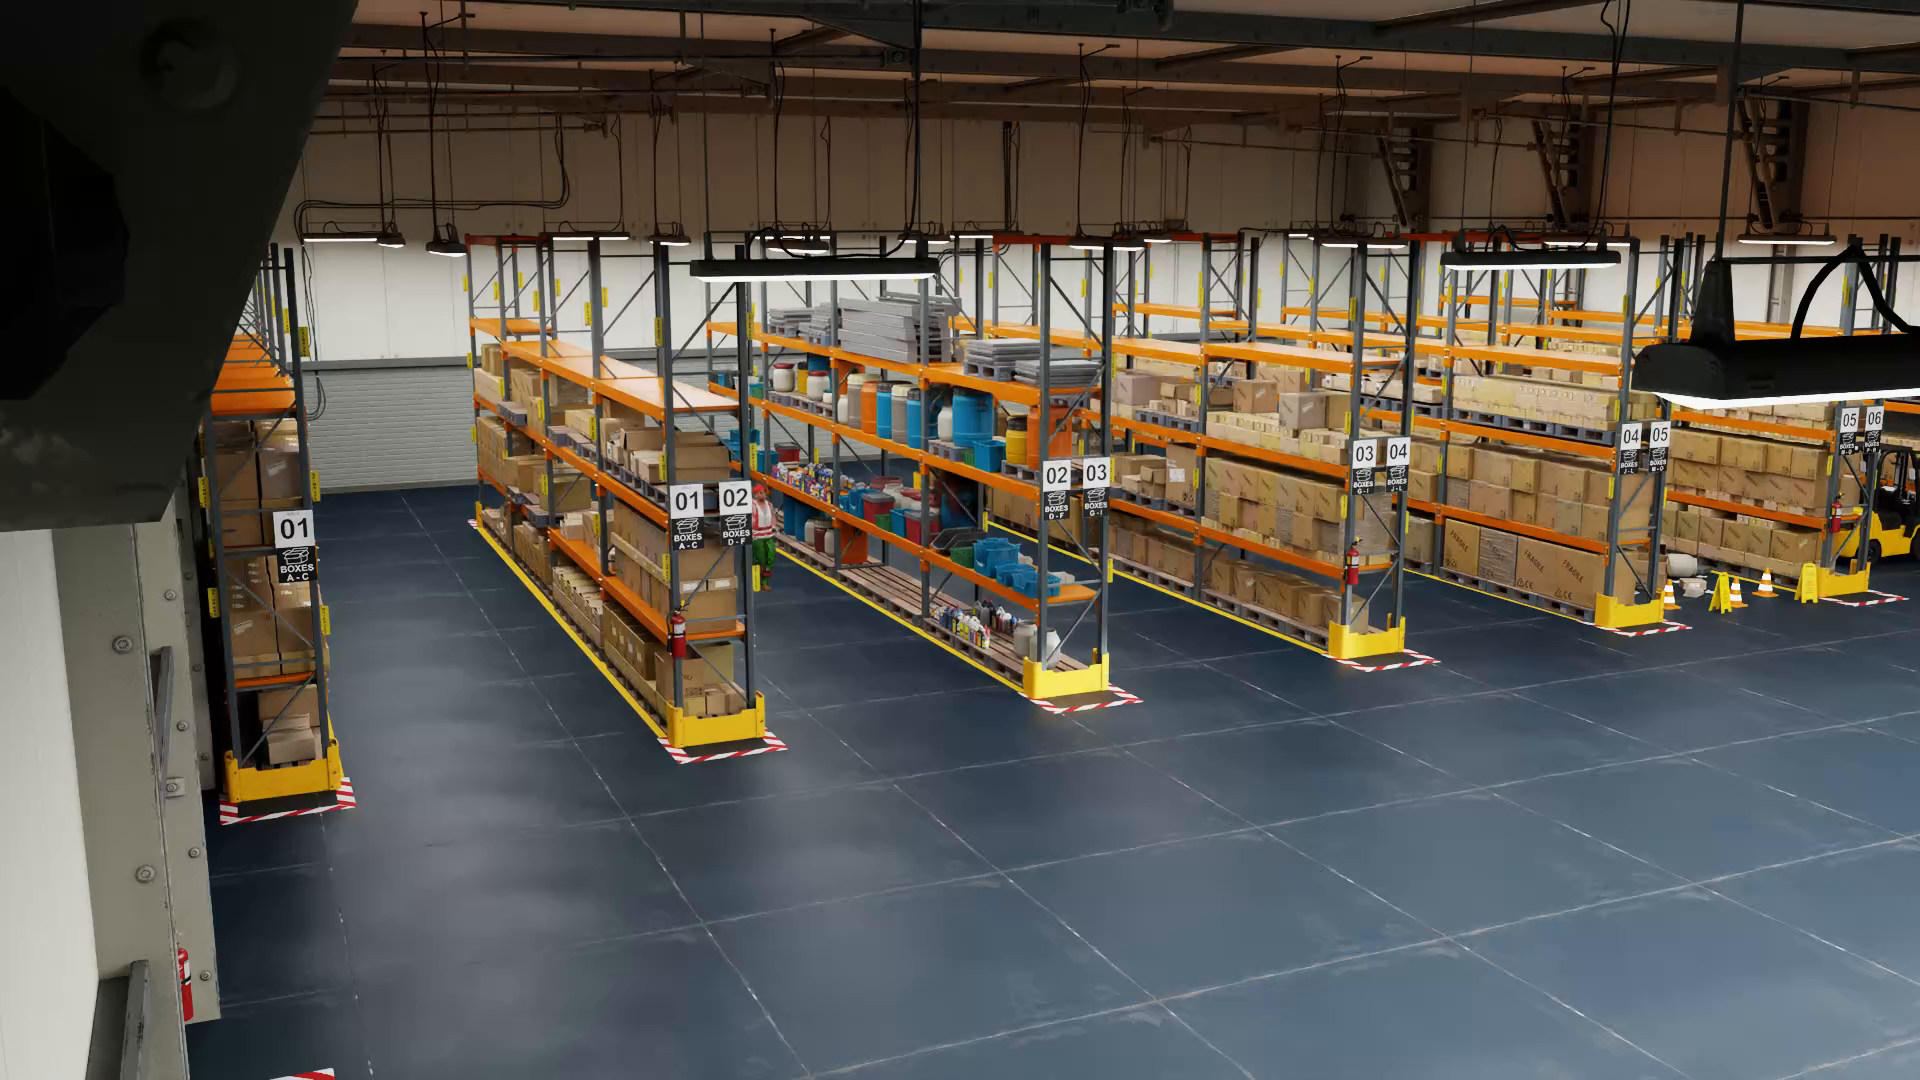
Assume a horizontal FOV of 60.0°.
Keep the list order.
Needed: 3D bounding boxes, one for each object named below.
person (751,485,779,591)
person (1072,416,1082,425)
[{"bbox_3d":[-3.280,-0.050,27.301,0.658,1.747,0.632,-8,14,-37],"label":"person"},{"bbox_3d":[2.775,-2.417,41.080,0.731,1.756,0.856,2,11,9],"label":"person"}]
